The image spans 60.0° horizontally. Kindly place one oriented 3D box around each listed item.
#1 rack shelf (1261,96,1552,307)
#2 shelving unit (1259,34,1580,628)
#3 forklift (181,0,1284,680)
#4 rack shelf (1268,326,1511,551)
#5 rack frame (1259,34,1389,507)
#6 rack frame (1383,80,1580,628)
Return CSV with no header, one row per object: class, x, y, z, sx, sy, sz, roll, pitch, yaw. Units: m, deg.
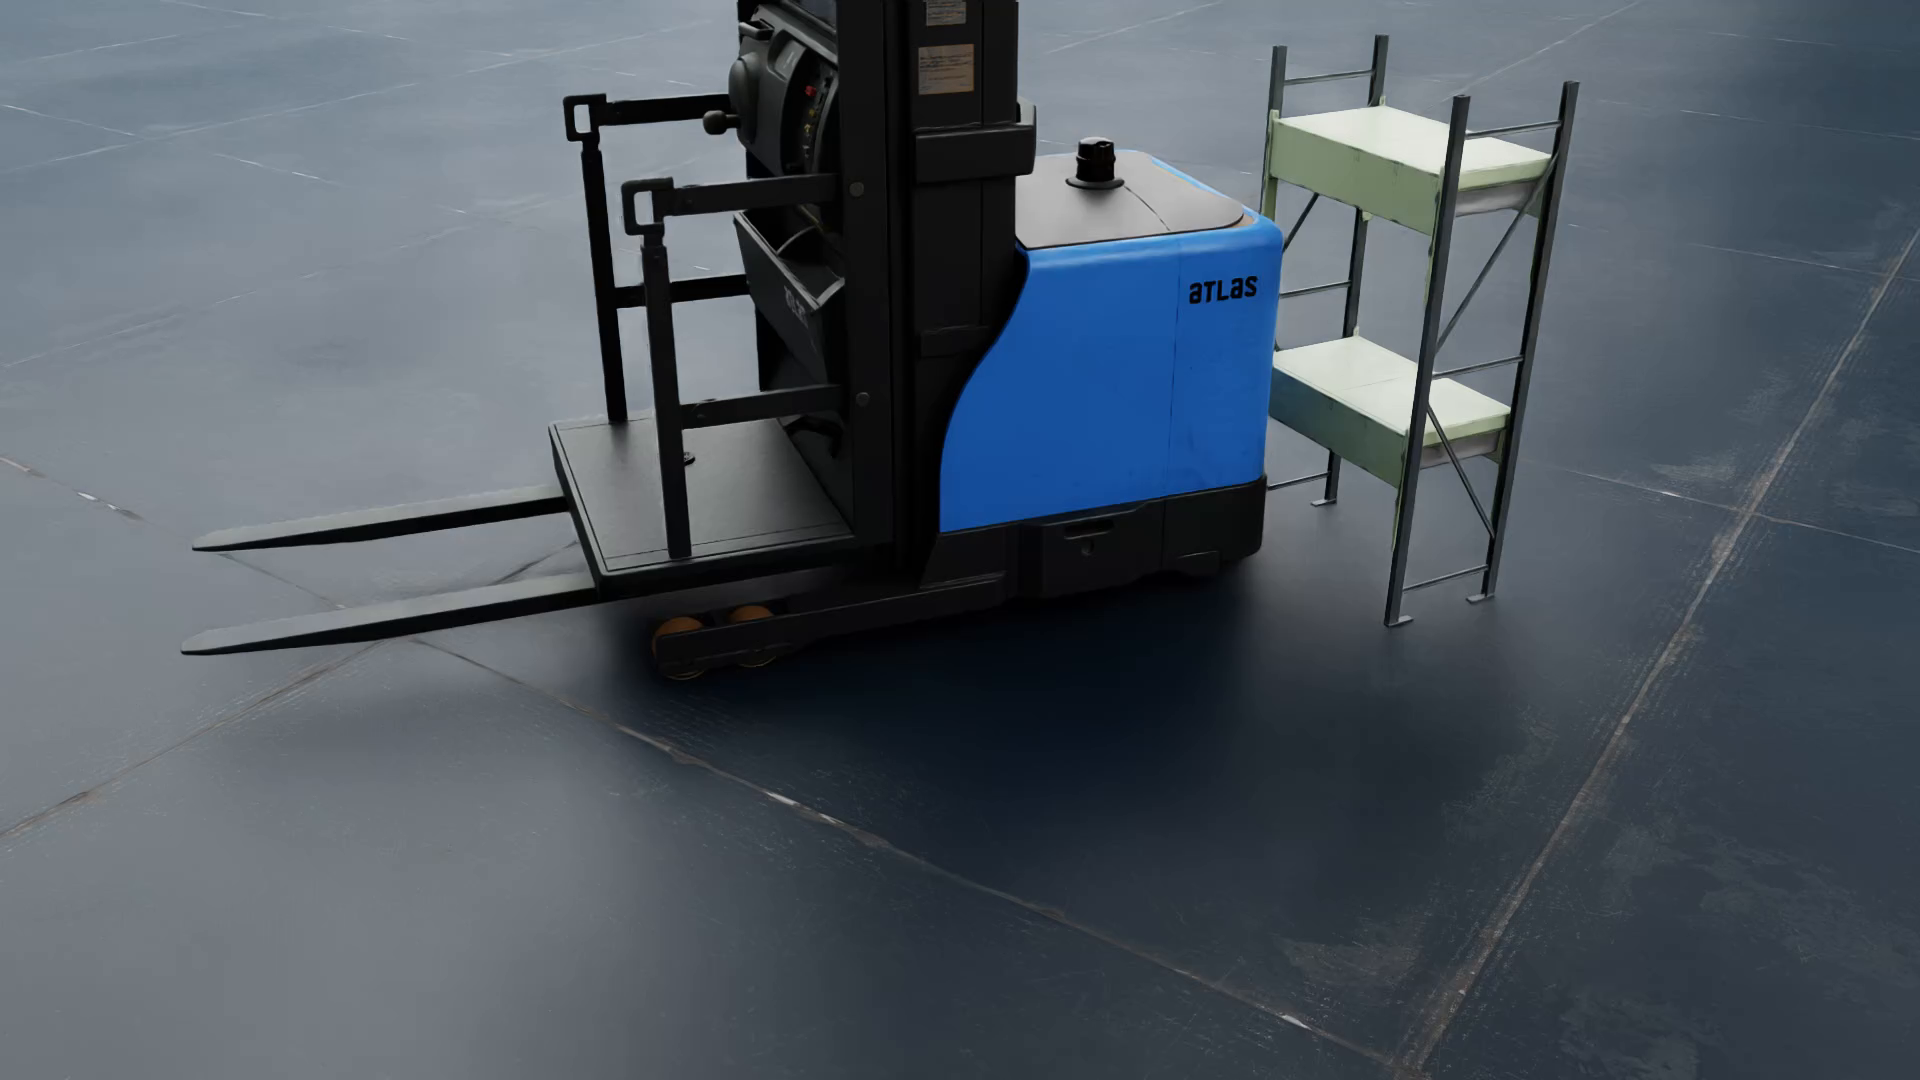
rack shelf,1.230,-0.958,4.619,0.431,0.370,0.720,-13,30,-24
shelving unit,1.230,-0.611,4.796,0.431,1.500,0.755,-13,30,-24
forklift,-0.655,-1.197,4.370,3.031,2.935,1.130,-9,28,-18
rack shelf,1.230,-0.320,4.944,0.431,0.370,0.720,-13,30,-24
rack frame,1.062,-0.758,5.086,0.400,1.500,0.023,-13,30,-24
rack frame,1.398,-0.463,4.506,0.400,1.500,0.023,-13,30,-24
